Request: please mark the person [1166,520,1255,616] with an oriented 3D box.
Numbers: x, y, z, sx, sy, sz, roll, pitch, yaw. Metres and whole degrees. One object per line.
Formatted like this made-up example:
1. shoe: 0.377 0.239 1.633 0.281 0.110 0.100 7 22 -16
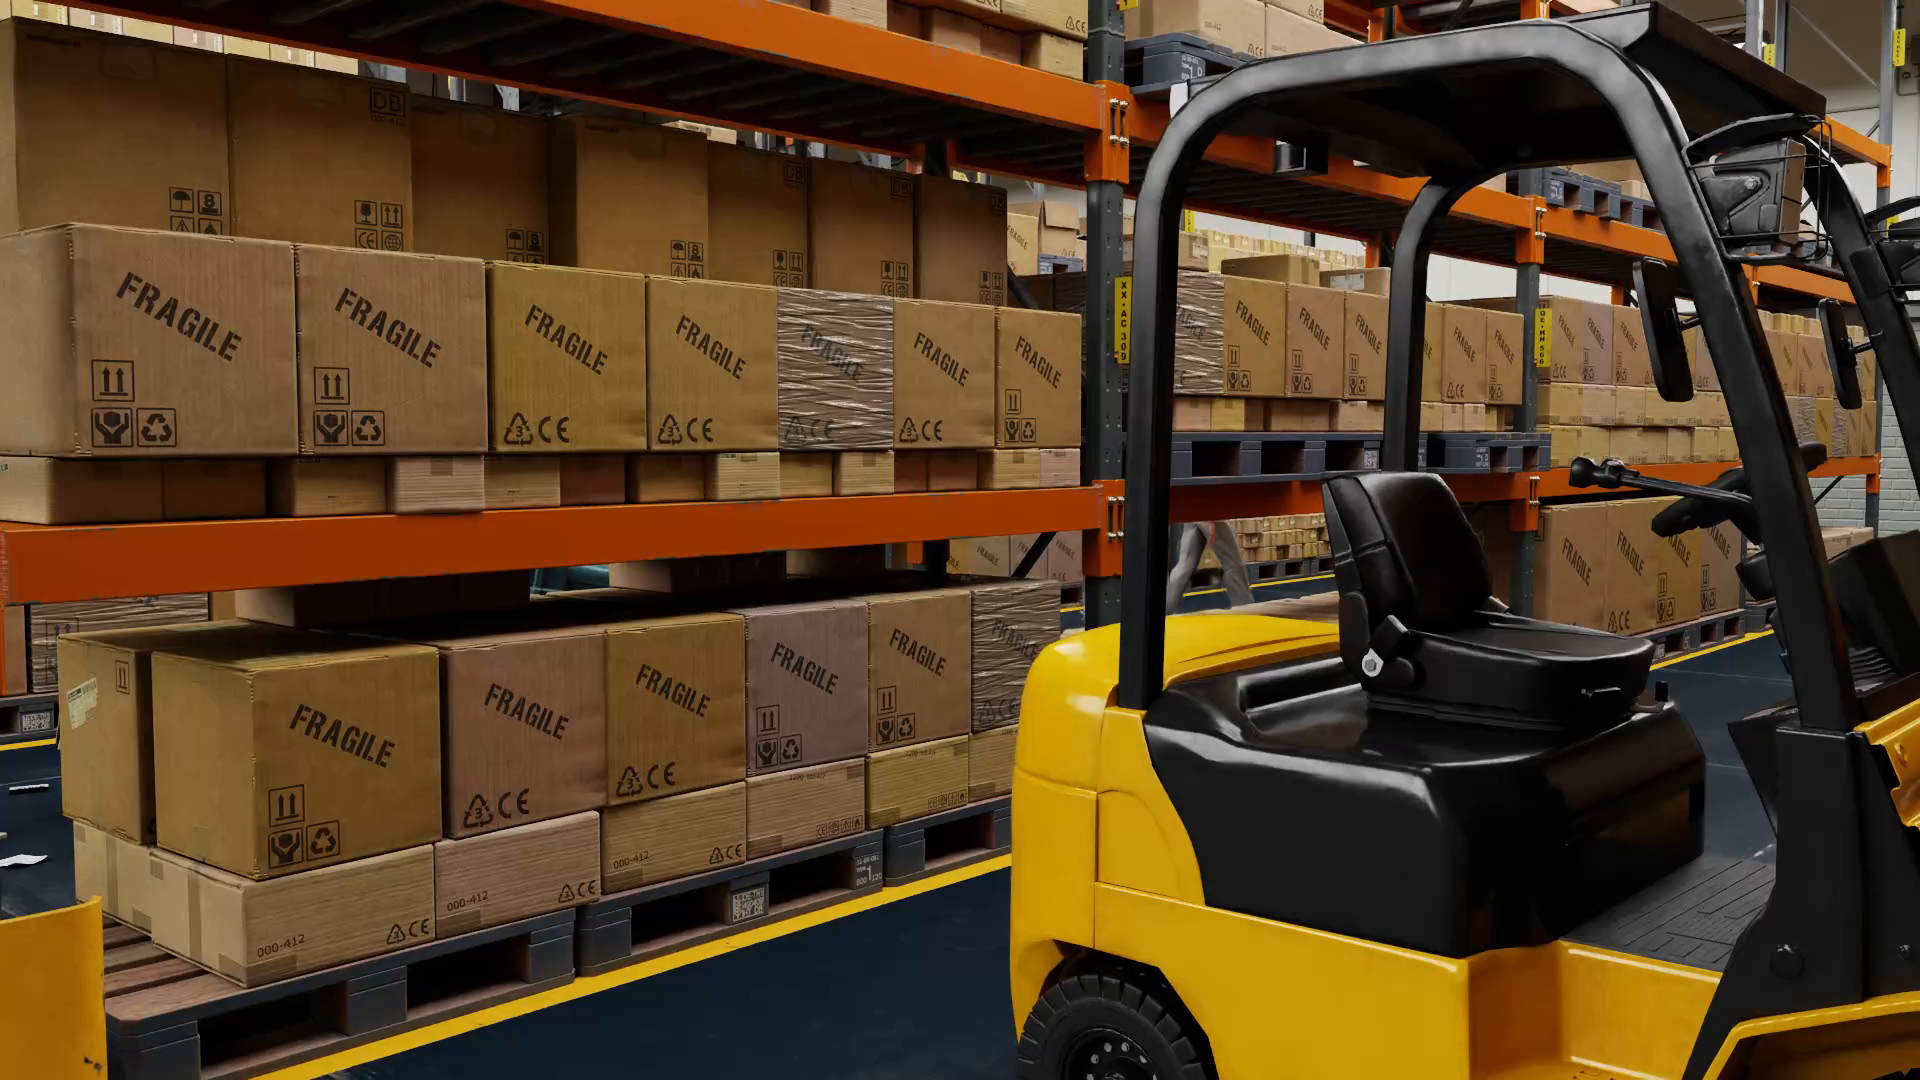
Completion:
1. person: 1.923 -0.145 12.747 1.022 1.615 0.464 -2 4 -30
